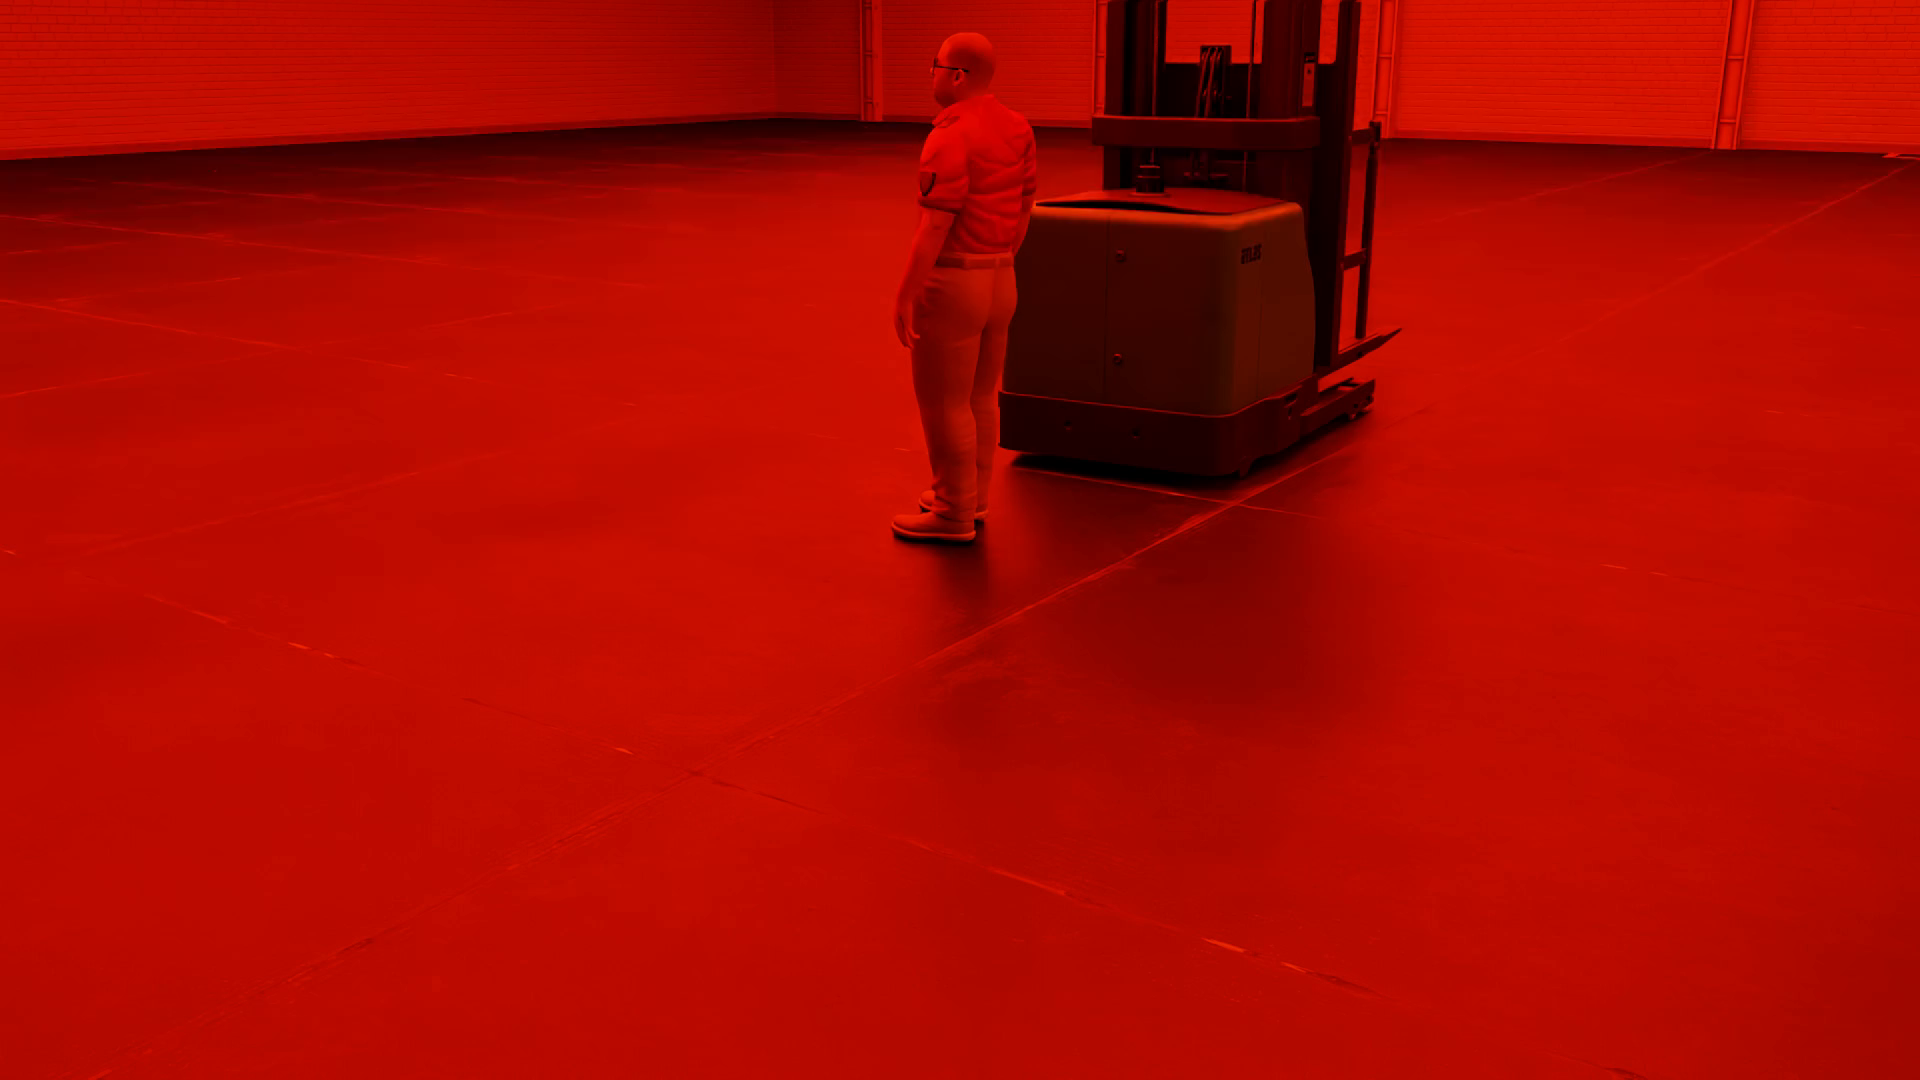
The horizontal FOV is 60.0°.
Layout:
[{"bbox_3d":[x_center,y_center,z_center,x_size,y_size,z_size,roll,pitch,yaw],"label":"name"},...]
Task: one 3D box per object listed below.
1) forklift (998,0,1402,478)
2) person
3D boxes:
[{"bbox_3d":[1.341,-2.024,7.602,1.130,2.935,3.031,10,19,29],"label":"forklift"},{"bbox_3d":[-0.068,-0.853,5.756,0.550,1.728,0.641,11,20,33],"label":"person"}]
